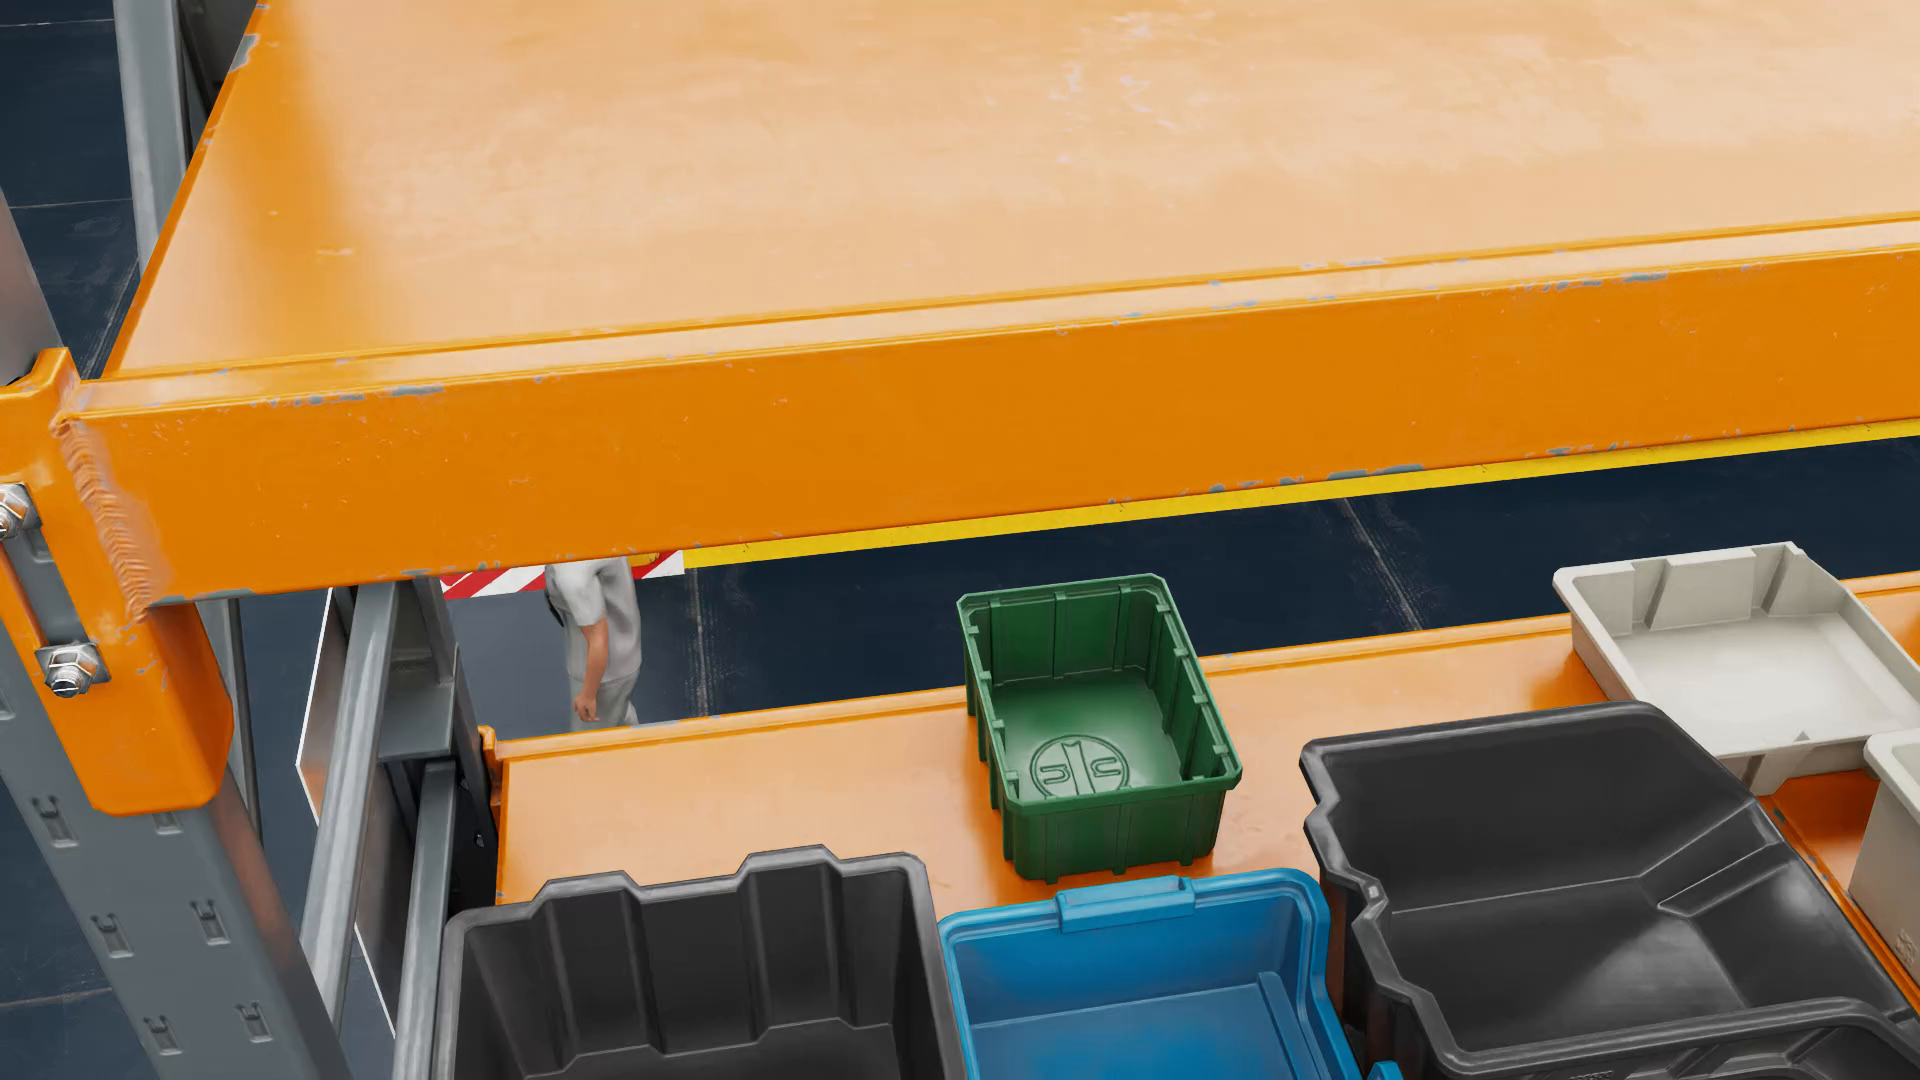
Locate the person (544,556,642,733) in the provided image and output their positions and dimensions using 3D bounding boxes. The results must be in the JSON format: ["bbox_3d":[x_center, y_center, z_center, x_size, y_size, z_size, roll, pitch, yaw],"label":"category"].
[{"bbox_3d":[-1.277,0.393,5.665,0.406,1.673,0.504,-7,39,-9],"label":"person"}]
